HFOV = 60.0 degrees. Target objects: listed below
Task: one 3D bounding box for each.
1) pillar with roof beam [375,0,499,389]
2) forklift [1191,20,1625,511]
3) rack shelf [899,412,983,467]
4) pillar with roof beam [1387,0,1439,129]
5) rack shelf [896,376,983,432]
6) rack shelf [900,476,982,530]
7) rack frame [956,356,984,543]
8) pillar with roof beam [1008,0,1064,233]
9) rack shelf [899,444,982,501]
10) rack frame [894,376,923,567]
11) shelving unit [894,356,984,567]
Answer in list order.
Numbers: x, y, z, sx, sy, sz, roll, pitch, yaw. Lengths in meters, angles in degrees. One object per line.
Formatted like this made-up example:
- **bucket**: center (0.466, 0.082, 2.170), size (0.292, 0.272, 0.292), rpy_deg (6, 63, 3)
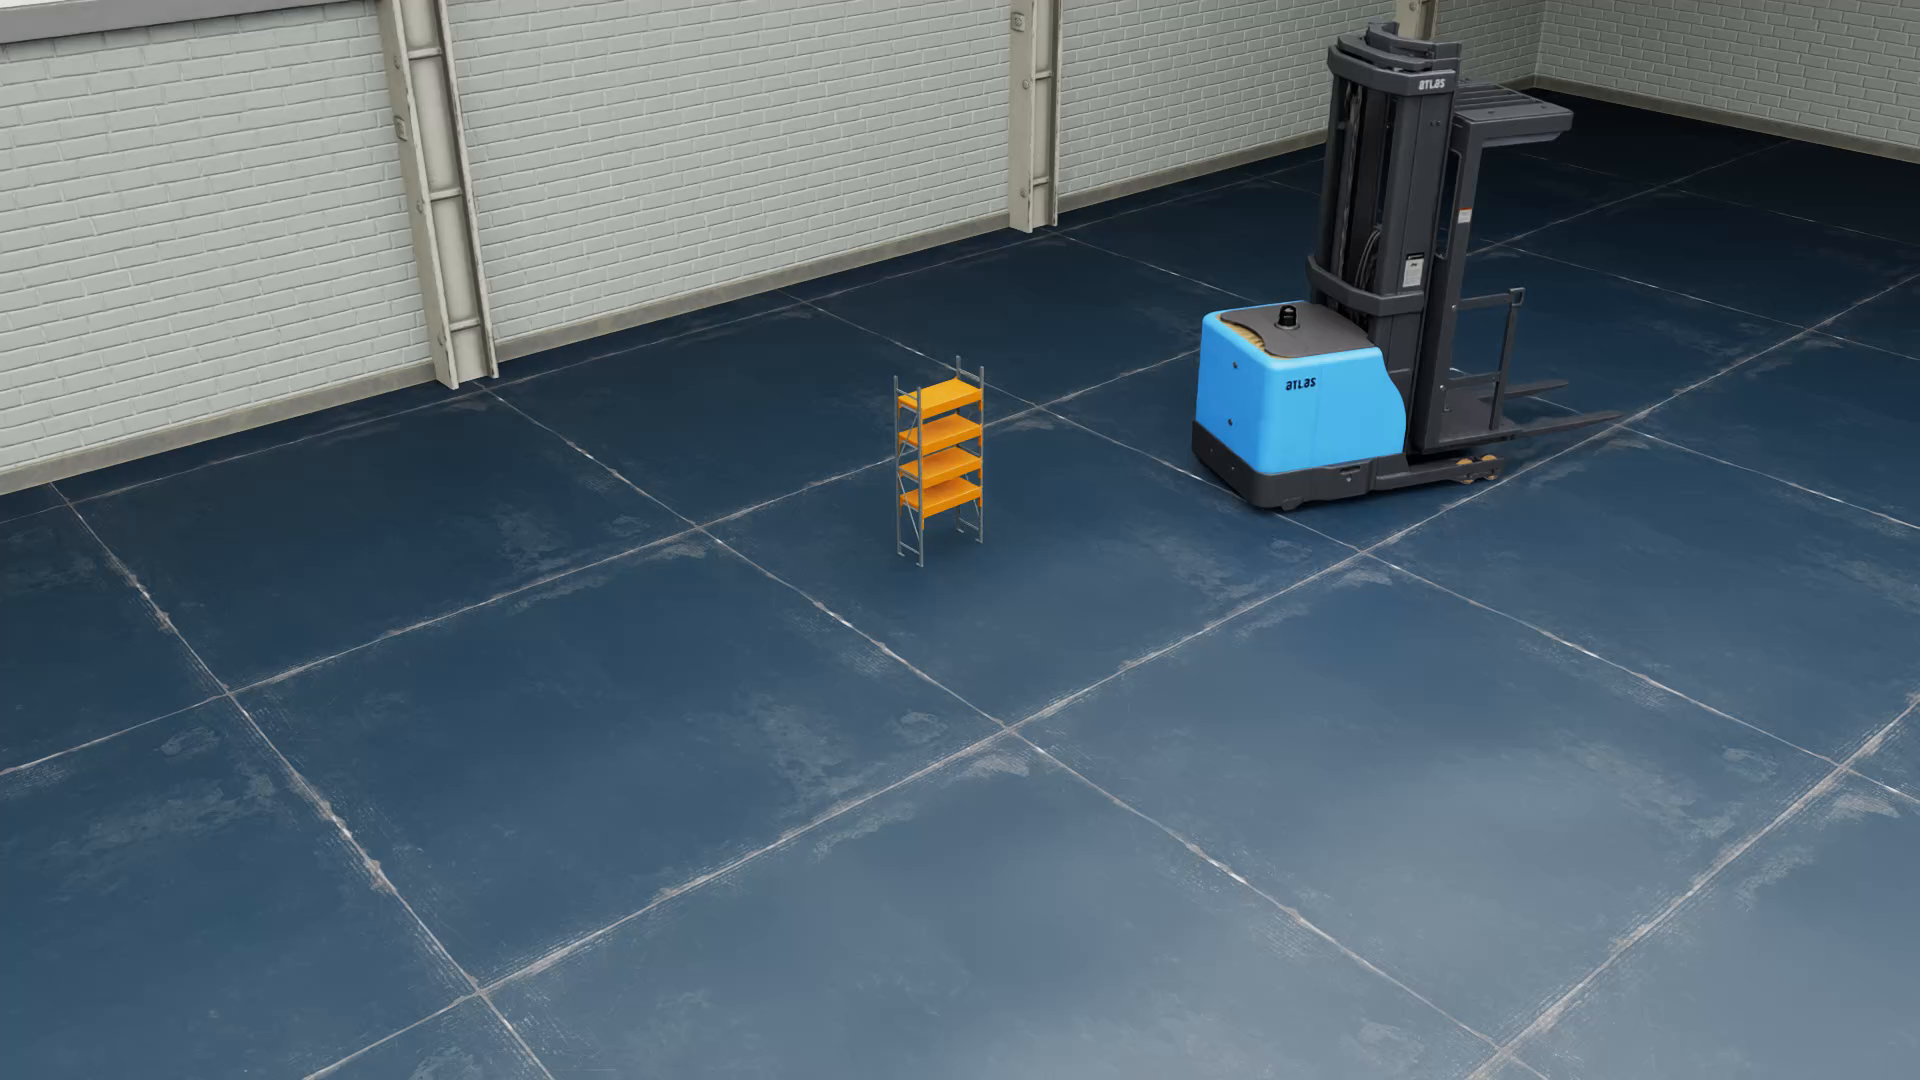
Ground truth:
- **pillar with roof beam**: center (-1.054, -3.696, 7.977), size (0.400, 9.000, 9.100), rpy_deg (-22, 35, -35)
- **forklift**: center (3.190, -1.898, 11.049), size (3.031, 2.935, 1.130), rpy_deg (-10, 30, -17)
- **rack shelf**: center (-0.126, -0.616, 10.157), size (0.480, 0.148, 0.258), rpy_deg (-22, 35, -35)
- **pillar with roof beam**: center (8.075, -7.367, 14.846), size (0.400, 9.000, 9.100), rpy_deg (-22, 35, -35)
- **rack shelf**: center (-0.126, -0.825, 10.046), size (0.480, 0.148, 0.258), rpy_deg (-22, 35, -35)
- **rack shelf**: center (-0.126, -0.244, 10.356), size (0.480, 0.148, 0.258), rpy_deg (-22, 35, -35)
- **rack frame**: center (0.060, -0.553, 10.370), size (0.015, 1.200, 0.240), rpy_deg (-22, 35, -35)
- **pillar with roof beam**: center (3.511, -5.531, 11.411), size (0.400, 9.000, 9.100), rpy_deg (-22, 35, -35)
- **rack shelf**: center (-0.126, -0.419, 10.262), size (0.480, 0.148, 0.258), rpy_deg (-22, 35, -35)
- **rack frame**: center (-0.312, -0.404, 10.091), size (0.015, 1.200, 0.240), rpy_deg (-22, 35, -35)
- **shelving unit**: center (-0.126, -0.479, 10.231), size (0.503, 1.200, 0.258), rpy_deg (-22, 35, -35)
